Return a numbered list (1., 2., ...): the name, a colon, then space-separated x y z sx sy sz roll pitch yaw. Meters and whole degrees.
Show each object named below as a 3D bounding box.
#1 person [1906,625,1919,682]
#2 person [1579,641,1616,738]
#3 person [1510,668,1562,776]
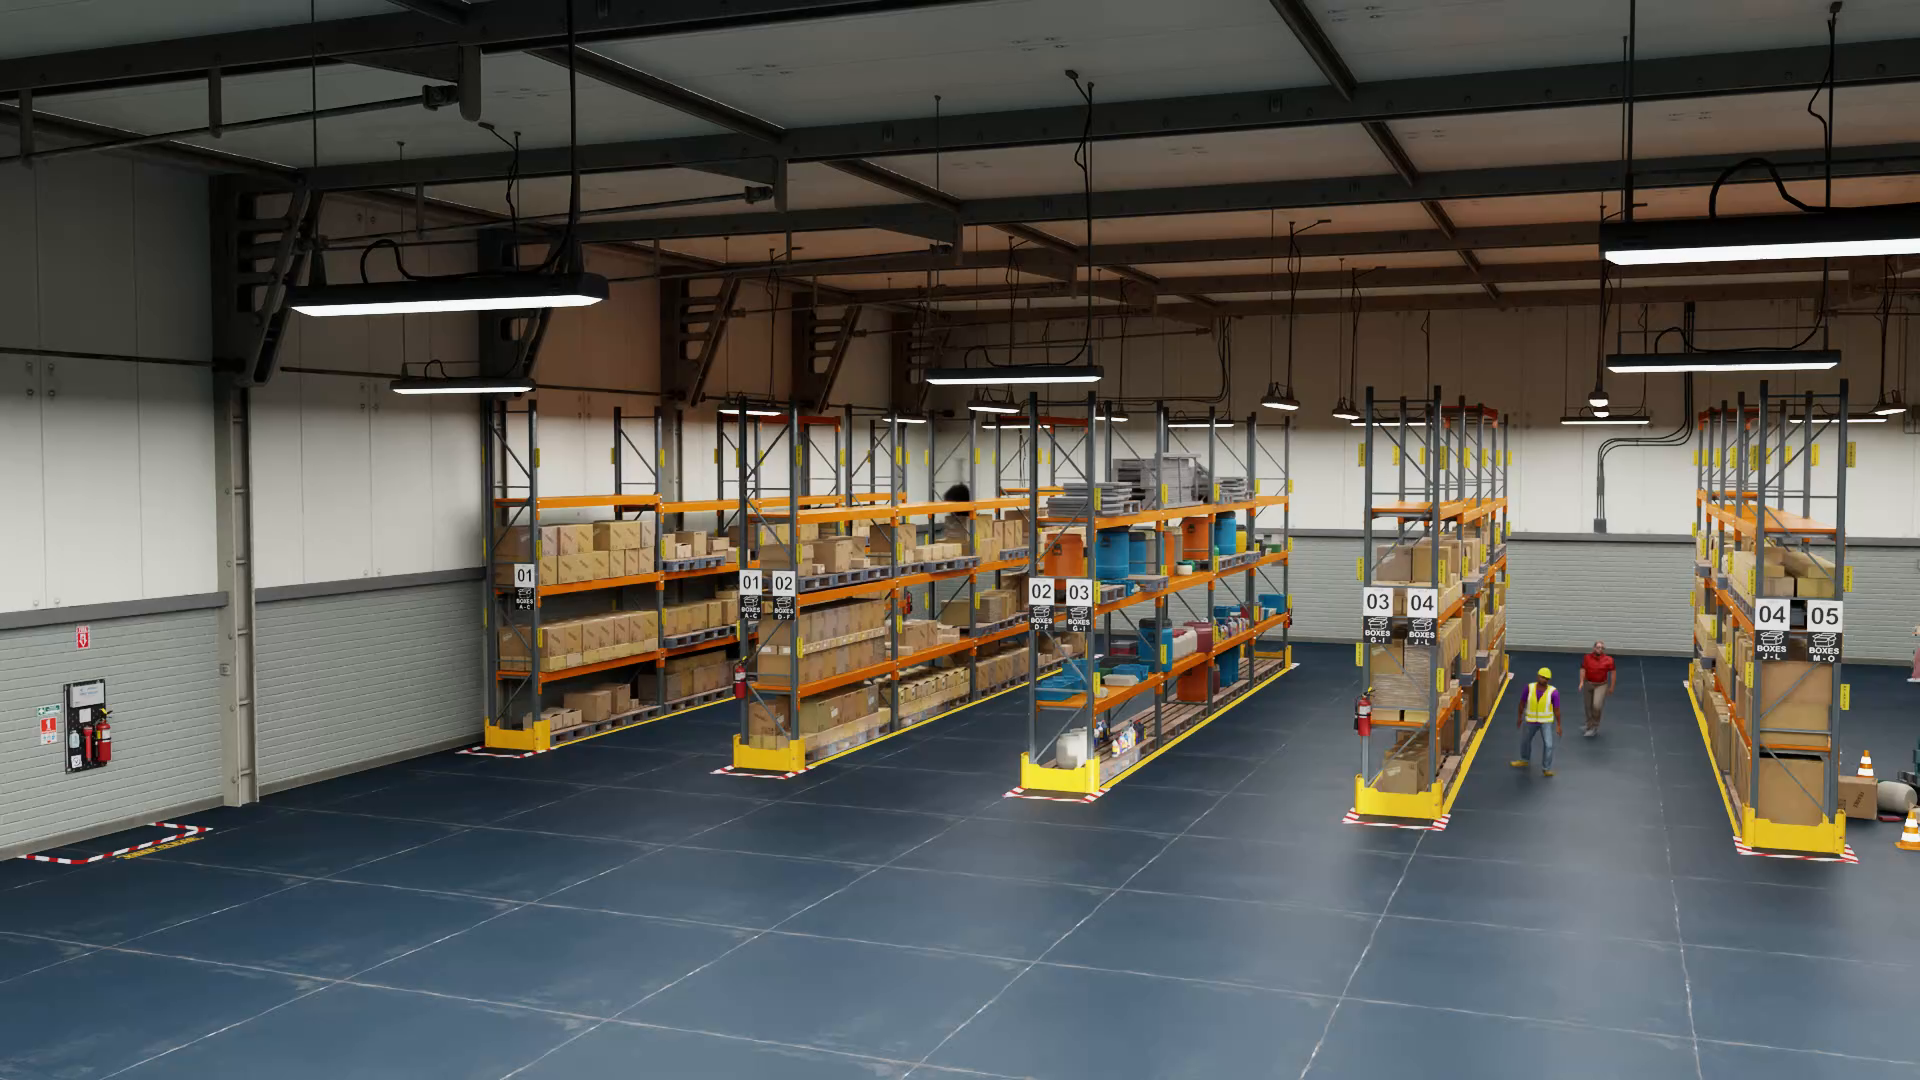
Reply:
1. person: 21.482 2.336 36.882 0.907 1.649 0.579 0 3 5
2. person: 11.434 2.661 29.910 0.618 1.711 0.732 2 4 40
3. person: 9.106 2.856 26.364 0.853 1.713 0.730 2 3 35
